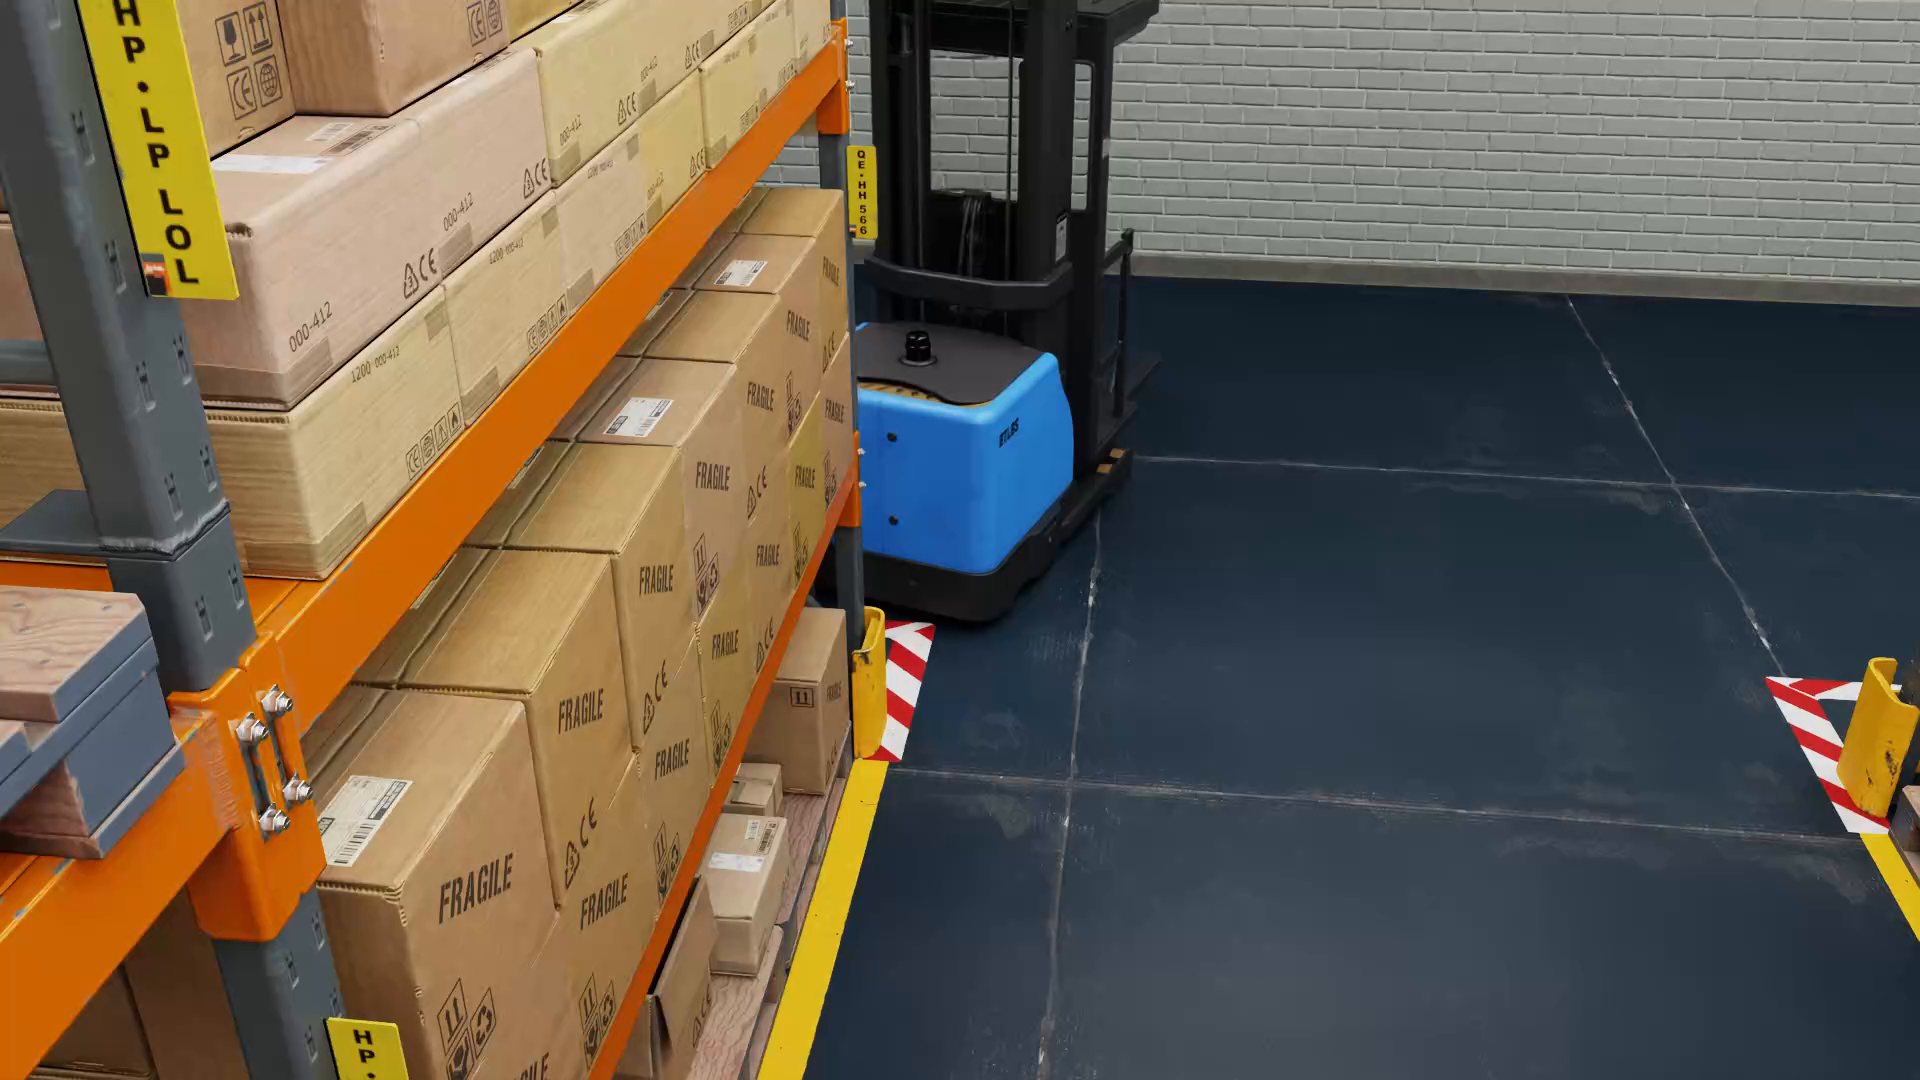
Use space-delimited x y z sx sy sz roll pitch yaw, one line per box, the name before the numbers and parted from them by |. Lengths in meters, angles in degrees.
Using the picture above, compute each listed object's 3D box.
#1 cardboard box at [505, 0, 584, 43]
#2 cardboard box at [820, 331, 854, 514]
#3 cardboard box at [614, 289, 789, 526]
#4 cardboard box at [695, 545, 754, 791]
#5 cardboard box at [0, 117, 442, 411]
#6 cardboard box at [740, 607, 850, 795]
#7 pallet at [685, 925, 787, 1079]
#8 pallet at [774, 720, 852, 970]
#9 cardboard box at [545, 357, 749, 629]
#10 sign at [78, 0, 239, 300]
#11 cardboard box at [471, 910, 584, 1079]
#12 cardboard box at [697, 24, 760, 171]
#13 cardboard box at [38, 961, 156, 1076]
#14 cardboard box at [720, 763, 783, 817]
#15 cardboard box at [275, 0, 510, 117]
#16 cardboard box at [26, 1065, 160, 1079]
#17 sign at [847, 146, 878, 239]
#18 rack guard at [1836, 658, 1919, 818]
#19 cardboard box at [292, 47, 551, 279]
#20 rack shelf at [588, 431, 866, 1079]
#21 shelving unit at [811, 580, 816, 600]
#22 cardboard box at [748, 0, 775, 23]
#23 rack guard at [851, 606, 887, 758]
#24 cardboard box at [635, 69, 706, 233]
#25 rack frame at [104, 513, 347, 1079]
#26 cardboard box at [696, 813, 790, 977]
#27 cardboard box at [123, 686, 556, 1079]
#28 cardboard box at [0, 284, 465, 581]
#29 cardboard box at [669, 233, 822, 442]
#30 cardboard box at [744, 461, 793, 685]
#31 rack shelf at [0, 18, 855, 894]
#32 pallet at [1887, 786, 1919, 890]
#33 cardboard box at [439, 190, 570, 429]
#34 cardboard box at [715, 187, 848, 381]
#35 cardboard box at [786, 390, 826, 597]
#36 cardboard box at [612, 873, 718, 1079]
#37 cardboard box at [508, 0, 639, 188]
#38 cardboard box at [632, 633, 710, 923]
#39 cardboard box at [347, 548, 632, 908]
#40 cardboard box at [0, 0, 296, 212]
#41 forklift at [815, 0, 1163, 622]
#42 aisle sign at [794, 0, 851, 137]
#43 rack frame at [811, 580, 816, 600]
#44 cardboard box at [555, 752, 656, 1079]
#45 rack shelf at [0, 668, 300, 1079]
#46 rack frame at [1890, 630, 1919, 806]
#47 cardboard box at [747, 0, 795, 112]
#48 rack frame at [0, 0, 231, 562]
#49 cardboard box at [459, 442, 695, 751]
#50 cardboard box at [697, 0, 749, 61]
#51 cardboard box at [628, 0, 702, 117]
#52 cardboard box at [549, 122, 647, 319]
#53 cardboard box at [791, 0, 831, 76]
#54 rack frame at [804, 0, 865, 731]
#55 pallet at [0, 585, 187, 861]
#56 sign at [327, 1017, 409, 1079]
cardboard box | -1.097 -1.212 3.016 0.700 0.500 0.500 3 28 6
cardboard box | -0.671 -0.414 5.750 0.500 0.500 0.500 4 29 8
cardboard box | -0.788 -0.373 4.620 0.500 0.500 0.500 4 29 8
cardboard box | -0.859 0.302 4.421 0.500 0.500 0.500 3 28 5
cardboard box | -1.070 -0.403 2.304 0.500 0.250 0.500 3 28 6
cardboard box | -0.708 0.580 6.182 0.500 0.500 0.500 3 28 6
pallet | -1.144 1.615 5.030 1.003 0.211 1.213 3 28 6
pallet | -0.992 1.042 6.093 1.003 0.211 1.213 3 28 6
cardboard box | -0.851 -0.131 4.172 0.500 0.500 0.500 4 29 8
sign | -0.825 -0.405 1.716 0.100 0.325 0.005 3 28 6
cardboard box | -1.043 1.018 3.092 0.500 0.500 0.500 4 29 8
cardboard box | -0.808 -1.123 4.168 0.500 0.250 0.500 3 28 6
cardboard box | -1.571 0.549 2.909 0.500 0.500 0.500 3 29 6
cardboard box | -0.847 0.913 5.917 0.380 0.166 0.250 3 28 6
cardboard box | -1.152 -0.977 2.578 0.700 0.500 0.500 3 28 6
cardboard box | -1.570 0.992 3.141 0.500 0.500 0.500 4 29 7
sign | -0.338 -1.204 5.768 0.100 0.325 0.005 3 28 6
rack guard | 4.020 0.781 6.273 1.175 0.500 0.348 3 28 6
cardboard box | -1.011 -0.638 2.741 0.500 0.250 0.500 3 28 6
rack shelf | -1.131 0.661 4.618 1.077 0.370 4.000 3 28 6
shelving unit | -0.797 -0.208 7.368 0.258 1.200 0.189 5 29 7
cardboard box | -0.757 -1.579 4.487 0.500 0.250 0.500 3 28 6
rack guard | -0.895 0.540 6.721 1.175 0.500 0.348 3 28 6
cardboard box | -0.885 -0.889 3.733 0.500 0.250 0.500 3 28 6
rack frame | -1.376 1.286 2.700 1.000 3.000 0.127 3 28 6
cardboard box | -0.854 1.136 5.414 0.500 0.250 0.500 3 28 6
cardboard box | -1.039 0.597 2.820 0.500 0.500 0.500 4 29 8
cardboard box | -1.071 -0.183 2.422 0.500 0.250 0.500 3 28 6
cardboard box | -0.729 -0.618 5.074 0.500 0.500 0.500 4 29 8
cardboard box | -0.797 0.065 4.861 0.500 0.500 0.500 4 29 7
rack shelf | -1.131 -0.659 3.907 1.077 0.370 4.000 3 28 6
pallet | 3.890 1.307 5.602 1.003 0.211 1.213 3 28 6
cardboard box | -1.006 -0.418 2.859 0.500 0.250 0.500 3 28 6
cardboard box | -0.668 -0.855 5.515 0.500 0.500 0.500 3 28 6
cardboard box | -0.731 -0.170 5.297 0.500 0.500 0.500 4 29 7
cardboard box | -1.151 1.307 4.830 0.797 0.503 0.637 3 28 6
cardboard box | -0.938 -0.873 3.176 0.500 0.250 0.500 3 28 6
cardboard box | -0.920 0.542 3.977 0.500 0.500 0.500 3 28 6
cardboard box | -0.976 0.354 3.271 0.500 0.500 0.500 2 28 5
cardboard box | -1.354 -0.750 2.157 0.700 0.500 0.500 3 28 6
forklift | 0.269 -1.601 8.132 1.130 2.935 3.031 12 31 21
aisle sign | -0.574 -1.755 5.605 0.394 0.787 0.004 3 28 6
rack frame | -0.783 -0.251 7.448 0.240 1.200 0.006 5 29 7
cardboard box | -0.984 0.777 3.540 0.500 0.500 0.500 4 29 7
rack shelf | -1.621 1.224 0.412 1.077 0.370 4.000 3 28 6
rack frame | 4.030 -0.307 5.657 1.000 3.000 0.127 3 28 6
cardboard box | -0.759 -1.359 4.606 0.500 0.250 0.500 3 28 6
rack frame | -1.376 -1.355 1.277 1.000 3.000 0.127 3 28 6
cardboard box | -0.913 0.112 3.720 0.500 0.500 0.500 3 28 5
cardboard box | -0.822 -1.344 4.051 0.500 0.250 0.500 3 28 6
cardboard box | -0.877 -1.108 3.613 0.500 0.250 0.500 3 28 6
cardboard box | -0.943 -0.653 3.295 0.500 0.250 0.500 3 28 6
cardboard box | -0.687 -1.594 5.042 0.500 0.250 0.500 3 28 6
rack frame | -0.886 -0.597 6.195 1.000 3.000 0.127 3 28 6
pallet | -1.526 0.351 1.471 1.213 0.211 1.003 3 28 6
sign | -0.825 0.807 2.369 0.100 0.325 0.005 3 28 6
